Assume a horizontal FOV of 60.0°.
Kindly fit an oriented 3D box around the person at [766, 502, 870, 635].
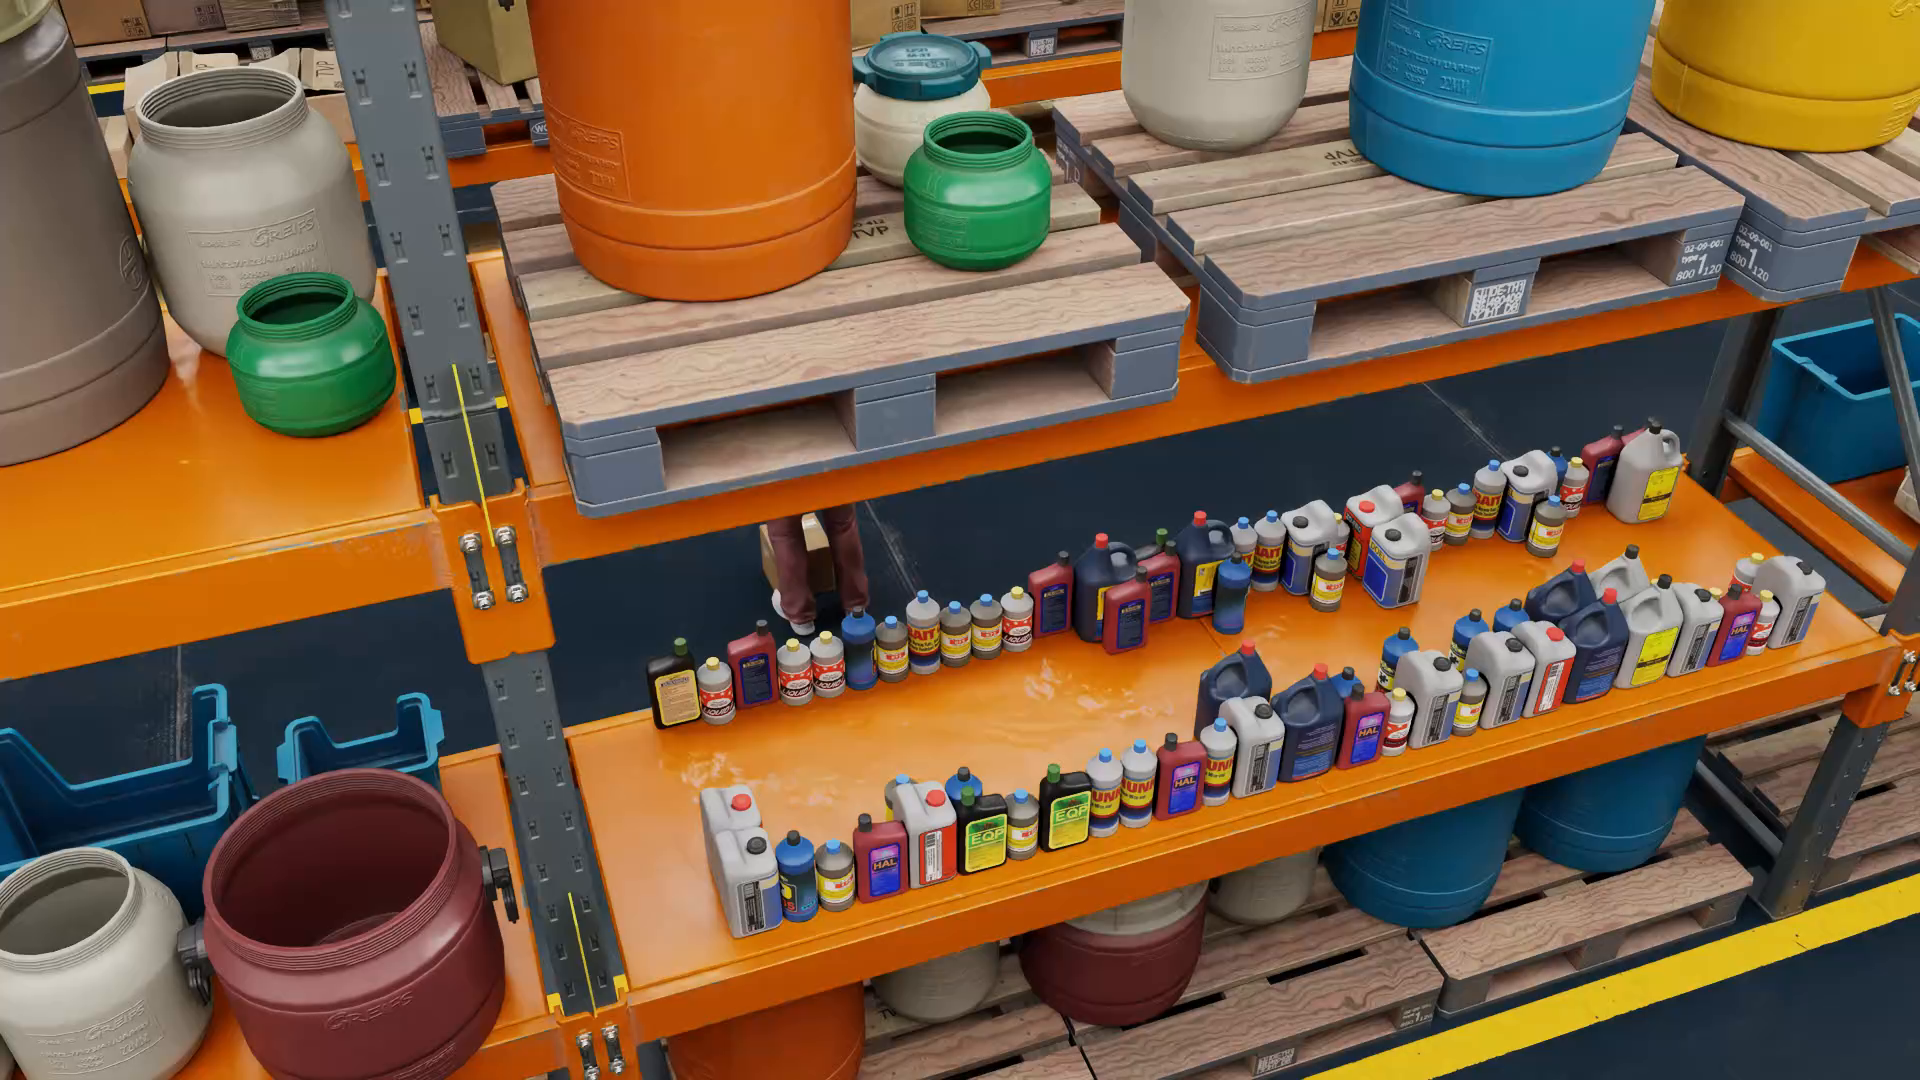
[{"bbox_3d":[-0.613,-0.342,6.594,0.516,1.671,0.363,-15,40,-18],"label":"person"}]
